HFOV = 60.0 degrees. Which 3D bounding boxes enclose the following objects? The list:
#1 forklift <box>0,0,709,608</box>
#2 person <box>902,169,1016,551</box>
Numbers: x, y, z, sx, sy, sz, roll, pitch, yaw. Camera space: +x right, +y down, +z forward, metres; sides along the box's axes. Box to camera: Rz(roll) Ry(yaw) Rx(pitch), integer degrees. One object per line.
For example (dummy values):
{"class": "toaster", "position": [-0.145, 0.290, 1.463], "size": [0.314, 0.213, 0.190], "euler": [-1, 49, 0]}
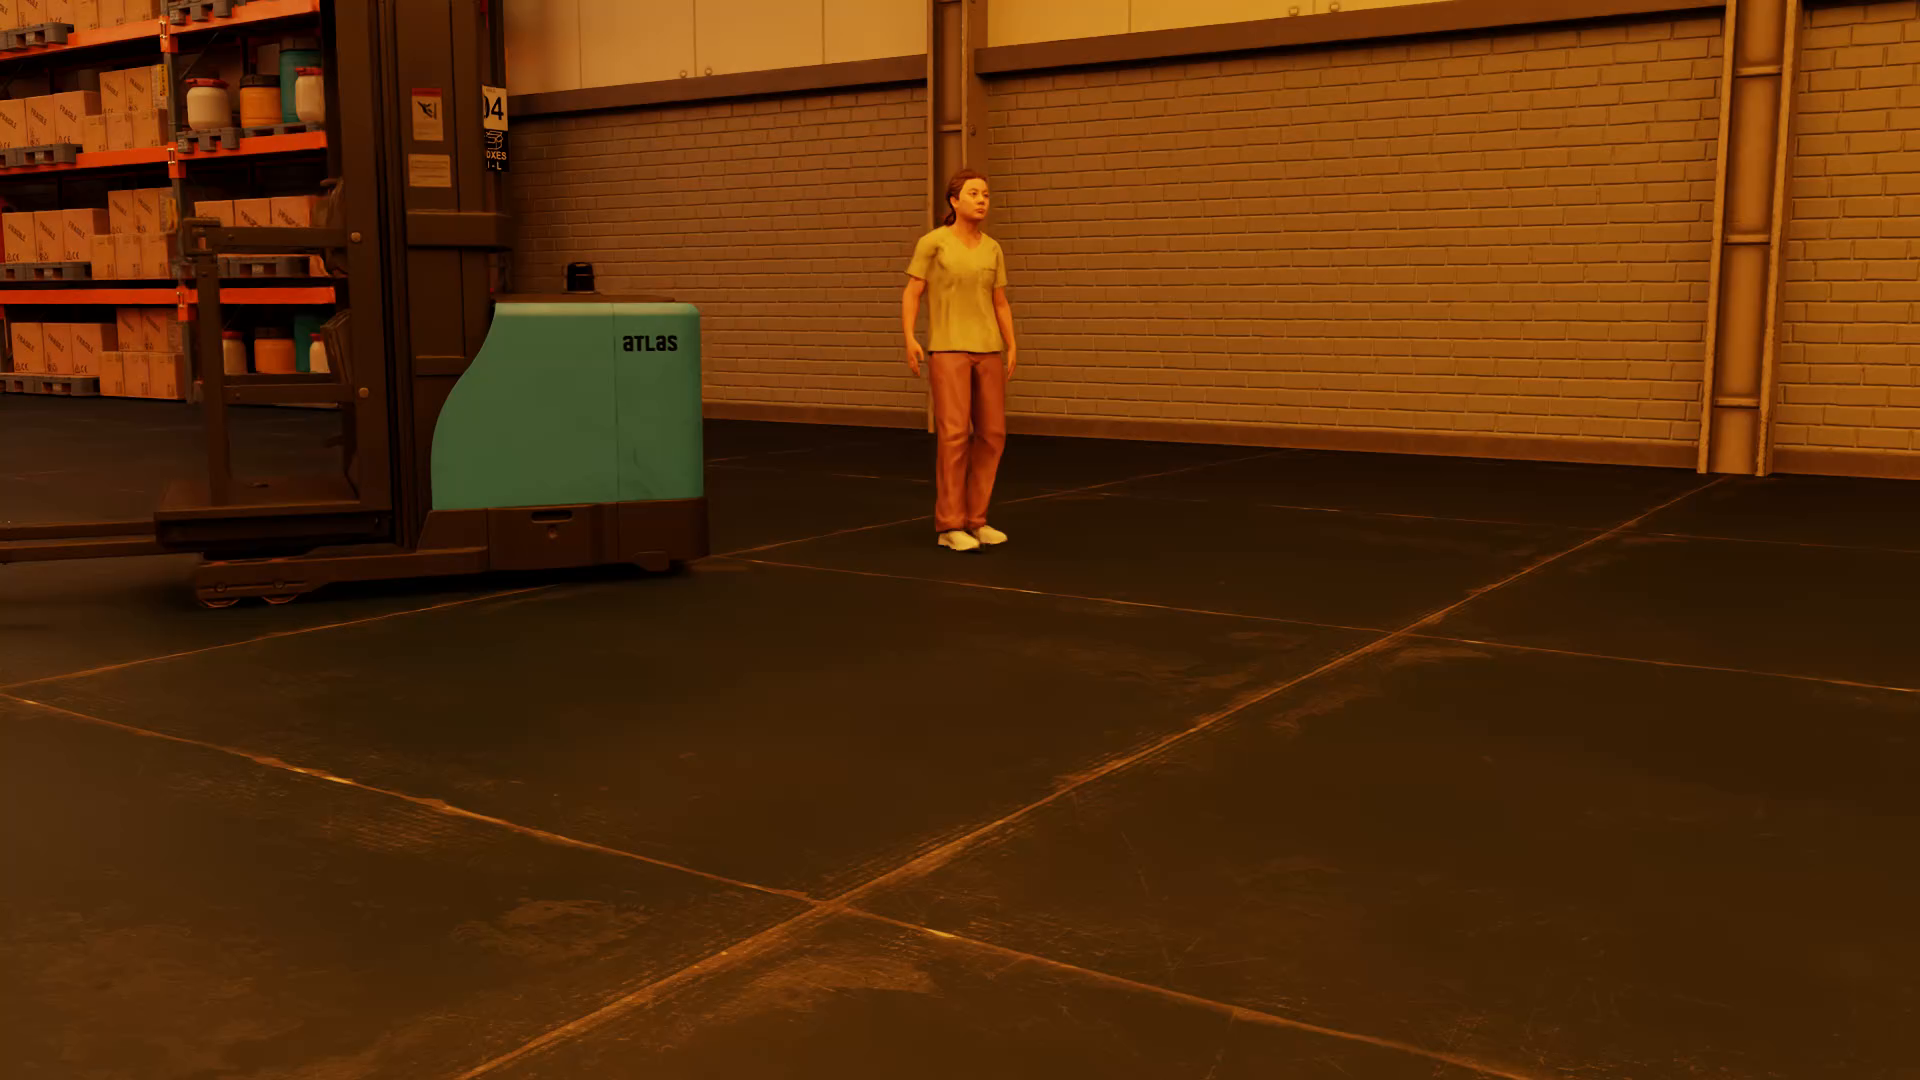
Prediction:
{"class": "forklift", "position": [-2.571, -1.293, 6.288], "size": [3.031, 2.935, 1.130], "euler": [-3, 9, -23]}
{"class": "person", "position": [0.050, -0.805, 7.372], "size": [0.565, 1.663, 0.569], "euler": [-4, 9, -25]}
